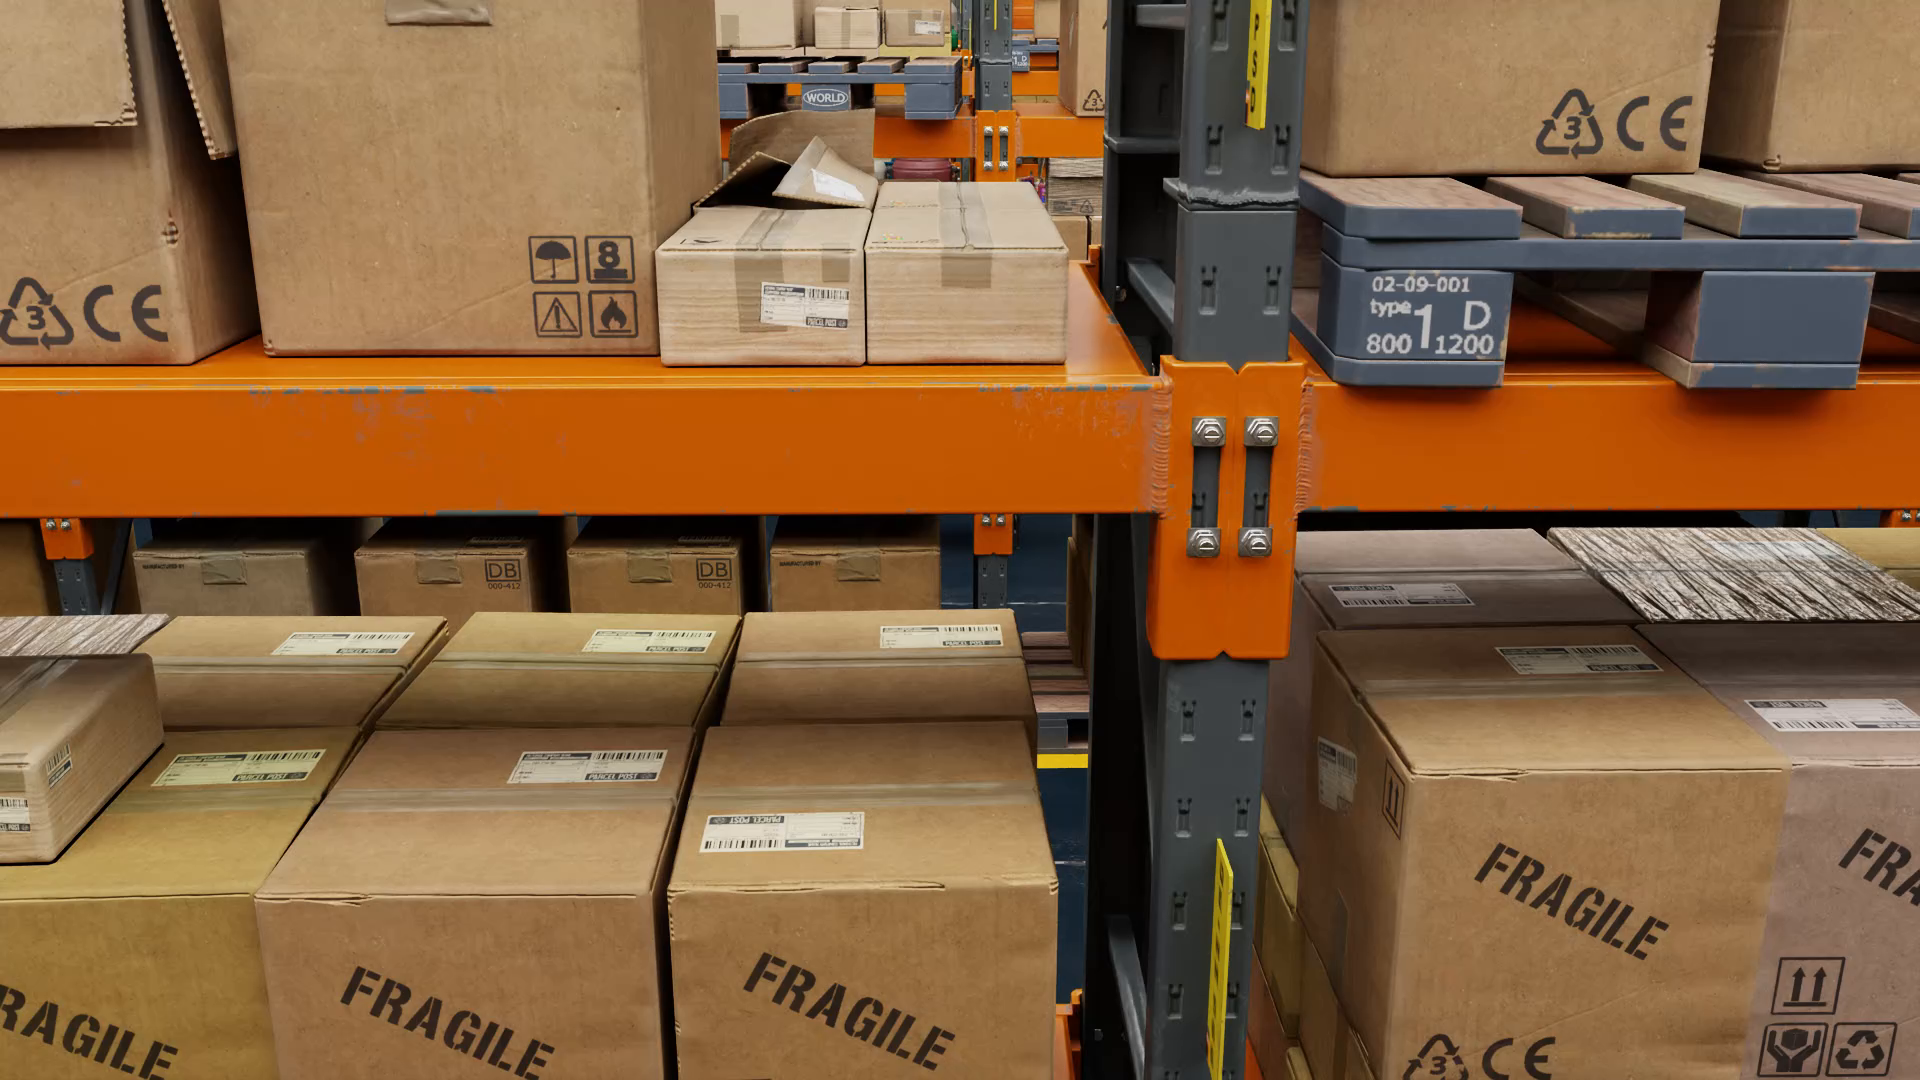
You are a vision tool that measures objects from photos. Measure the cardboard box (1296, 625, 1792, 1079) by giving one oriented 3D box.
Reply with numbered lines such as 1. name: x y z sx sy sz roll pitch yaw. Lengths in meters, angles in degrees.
1. cardboard box: 0.813 0.449 2.436 0.500 0.500 0.500 -1 18 -3

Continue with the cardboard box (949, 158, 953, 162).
1. cardboard box: -0.357 -5.121 21.746 0.500 0.311 0.500 1 18 3

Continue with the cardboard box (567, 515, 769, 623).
1. cardboard box: -1.348 0.241 7.881 0.750 0.750 1.050 0 18 0

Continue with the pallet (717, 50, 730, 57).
1. pallet: -2.184 -3.422 11.702 1.003 0.211 1.213 0 18 -1

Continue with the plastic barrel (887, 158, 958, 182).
1. plastic barrel: -0.378 -3.609 16.664 0.708 0.536 0.600 0 18 -1

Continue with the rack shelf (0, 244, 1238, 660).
1. rack shelf: -1.684 -0.176 2.451 4.000 0.370 1.077 0 18 -1

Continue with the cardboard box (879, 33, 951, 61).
1. cardboard box: -0.312 -3.406 11.589 0.500 0.250 0.500 0 18 -1

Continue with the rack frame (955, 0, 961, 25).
1. rack frame: 0.007 -8.008 20.780 0.127 3.000 1.000 0 18 -1

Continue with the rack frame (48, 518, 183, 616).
1. rack frame: -3.863 -0.592 7.481 0.127 3.000 1.000 0 18 -1

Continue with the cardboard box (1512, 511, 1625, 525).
1. cardboard box: 2.861 -0.071 8.034 0.500 0.250 0.500 0 18 1

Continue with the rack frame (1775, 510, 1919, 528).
1. rack frame: 4.136 -0.630 7.601 0.127 3.000 1.000 0 18 -1

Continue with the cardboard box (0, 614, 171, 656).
1. cardboard box: -1.690 0.452 2.889 0.500 0.500 0.500 -1 18 -3

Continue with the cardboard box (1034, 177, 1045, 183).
1. cardboard box: 1.538 -5.807 26.570 0.750 0.750 0.750 0 18 -1

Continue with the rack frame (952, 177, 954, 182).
1. rack frame: -0.075 -6.665 26.413 0.127 3.000 1.000 0 18 -1

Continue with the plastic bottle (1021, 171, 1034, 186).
1. plastic bottle: 0.710 -3.717 17.414 0.133 0.283 0.061 0 18 -1

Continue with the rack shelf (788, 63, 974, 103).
1. rack shelf: -1.840 -3.202 11.887 4.000 0.370 1.077 0 18 -1

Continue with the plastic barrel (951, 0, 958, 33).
1. plastic barrel: -0.234 -5.213 16.792 0.421 0.512 0.421 0 18 0

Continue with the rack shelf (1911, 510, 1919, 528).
1. rack shelf: 6.136 -0.297 7.741 4.000 0.370 1.077 0 18 -1

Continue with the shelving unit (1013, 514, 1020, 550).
1. shelving unit: -0.007 -0.714 10.318 0.755 1.500 0.431 0 18 -1

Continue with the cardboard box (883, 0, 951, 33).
1. cardboard box: -0.314 -3.761 11.470 0.500 0.500 0.500 0 18 1

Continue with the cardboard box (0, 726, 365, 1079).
1. cardboard box: -1.156 0.607 2.406 0.500 0.500 0.500 -1 18 -5

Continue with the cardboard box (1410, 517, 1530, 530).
1. cardboard box: 2.353 0.089 7.536 0.500 0.250 0.500 -1 18 -3

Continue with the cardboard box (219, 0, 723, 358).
1. cardboard box: -0.632 -0.574 2.352 0.500 0.500 0.700 0 18 -1

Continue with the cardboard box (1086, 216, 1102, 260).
1. cardboard box: 1.166 -2.096 12.008 0.500 0.500 0.500 -1 18 -2

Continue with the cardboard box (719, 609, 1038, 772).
1. cardboard box: -0.138 0.443 2.918 0.500 0.500 0.500 -1 18 -2

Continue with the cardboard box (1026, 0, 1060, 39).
1. cardboard box: 0.768 -3.829 11.805 0.637 0.503 0.797 1 18 2

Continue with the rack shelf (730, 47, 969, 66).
1. rack shelf: -1.918 -4.715 16.602 4.000 0.370 1.077 0 18 -1

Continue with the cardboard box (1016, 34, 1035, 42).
1. cardboard box: 0.953 -6.643 21.269 0.500 0.500 0.910 0 18 -1

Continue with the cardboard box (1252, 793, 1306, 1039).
1. cardboard box: 0.796 0.654 3.025 0.500 0.250 0.500 0 18 -1

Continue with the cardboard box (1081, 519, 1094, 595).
1. cardboard box: 0.830 0.093 7.524 0.500 0.250 0.500 -1 18 -3

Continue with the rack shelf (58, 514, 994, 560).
1. rack shelf: -1.863 -0.259 7.621 4.000 0.370 1.077 0 18 -1

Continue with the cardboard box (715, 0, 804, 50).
1. cardboard box: -0.904 -2.148 6.716 0.500 0.311 0.500 0 18 -1

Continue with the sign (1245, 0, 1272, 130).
1. sign: 0.323 -0.608 1.776 0.005 0.325 0.100 0 18 -1

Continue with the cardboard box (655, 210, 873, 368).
1. cardboard box: -0.244 -0.339 2.194 0.250 0.149 0.380 0 18 -1

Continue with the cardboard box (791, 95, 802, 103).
1. cardboard box: -2.348 -6.908 26.287 0.500 0.500 0.700 2 18 7

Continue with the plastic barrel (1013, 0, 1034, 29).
1. plastic barrel: 0.649 -5.474 16.398 0.708 0.830 0.600 0 18 -1

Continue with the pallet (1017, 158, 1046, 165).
1. pallet: 0.684 -5.085 21.803 1.003 0.211 1.213 0 18 -1

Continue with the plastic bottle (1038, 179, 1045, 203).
1. plastic bottle: 0.849 -3.474 16.659 0.133 0.283 0.061 0 18 -1

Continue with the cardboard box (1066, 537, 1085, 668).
1. cardboard box: 0.791 0.296 8.118 0.500 0.500 0.500 0 18 -1

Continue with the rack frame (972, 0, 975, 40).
1. rack frame: 0.160 -4.983 11.349 0.127 3.000 1.000 0 18 -1

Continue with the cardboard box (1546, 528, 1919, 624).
1. cardboard box: 1.342 0.289 2.934 0.500 0.500 0.500 0 18 0

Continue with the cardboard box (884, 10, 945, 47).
1. cardboard box: -0.200 -2.214 7.189 0.250 0.149 0.380 -1 18 -3

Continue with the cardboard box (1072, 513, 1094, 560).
1. cardboard box: 0.817 -0.061 8.004 0.500 0.250 0.500 -1 18 -2

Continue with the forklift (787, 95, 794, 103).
1. forklift: -1.950 -2.874 14.709 3.031 2.935 1.130 -1 18 -3

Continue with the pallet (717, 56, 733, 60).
1. pallet: -1.624 -1.924 7.032 1.213 0.211 1.003 1 18 2
